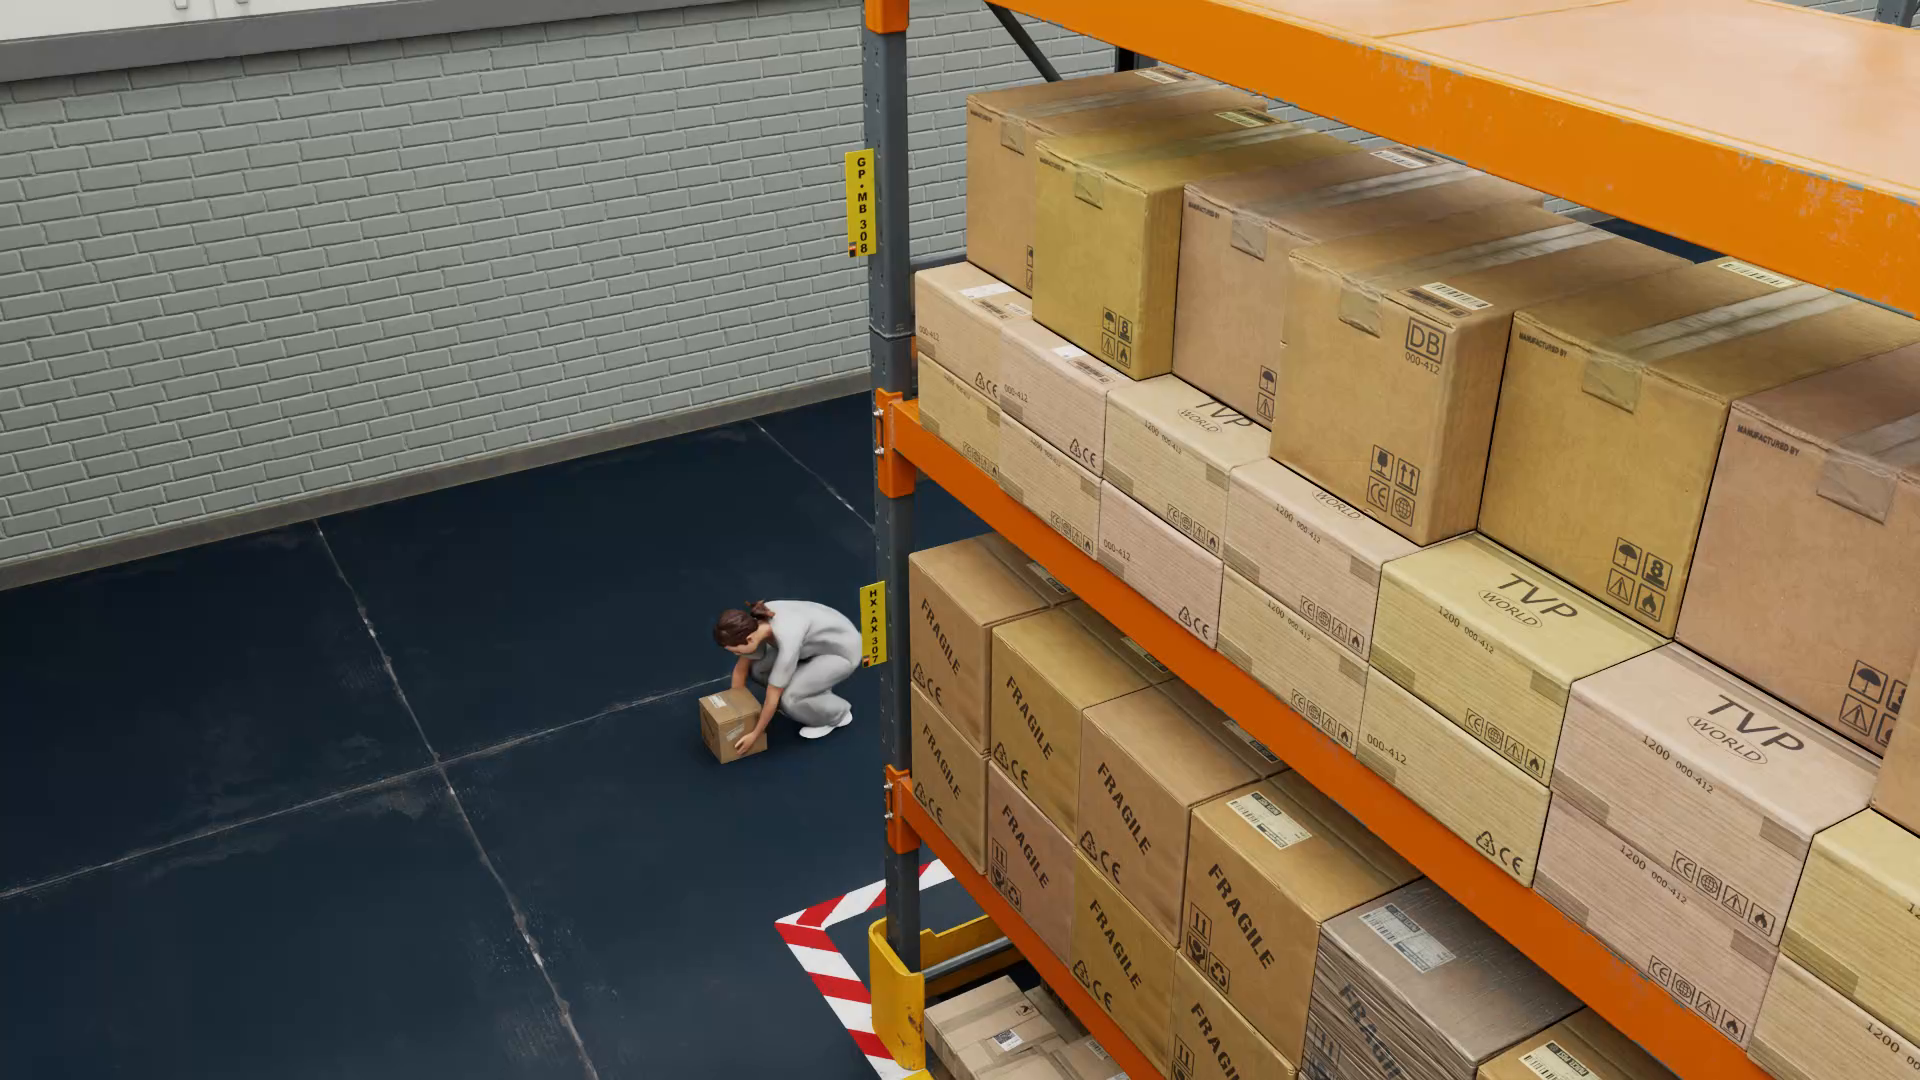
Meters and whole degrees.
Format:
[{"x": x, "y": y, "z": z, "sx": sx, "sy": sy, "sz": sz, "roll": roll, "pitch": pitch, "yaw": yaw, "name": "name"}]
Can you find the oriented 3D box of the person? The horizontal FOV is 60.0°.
[{"x": -0.859, "y": 0.606, "z": 8.362, "sx": 0.801, "sy": 0.813, "sz": 0.477, "roll": -16, "pitch": 33, "yaw": -26, "name": "person"}]
